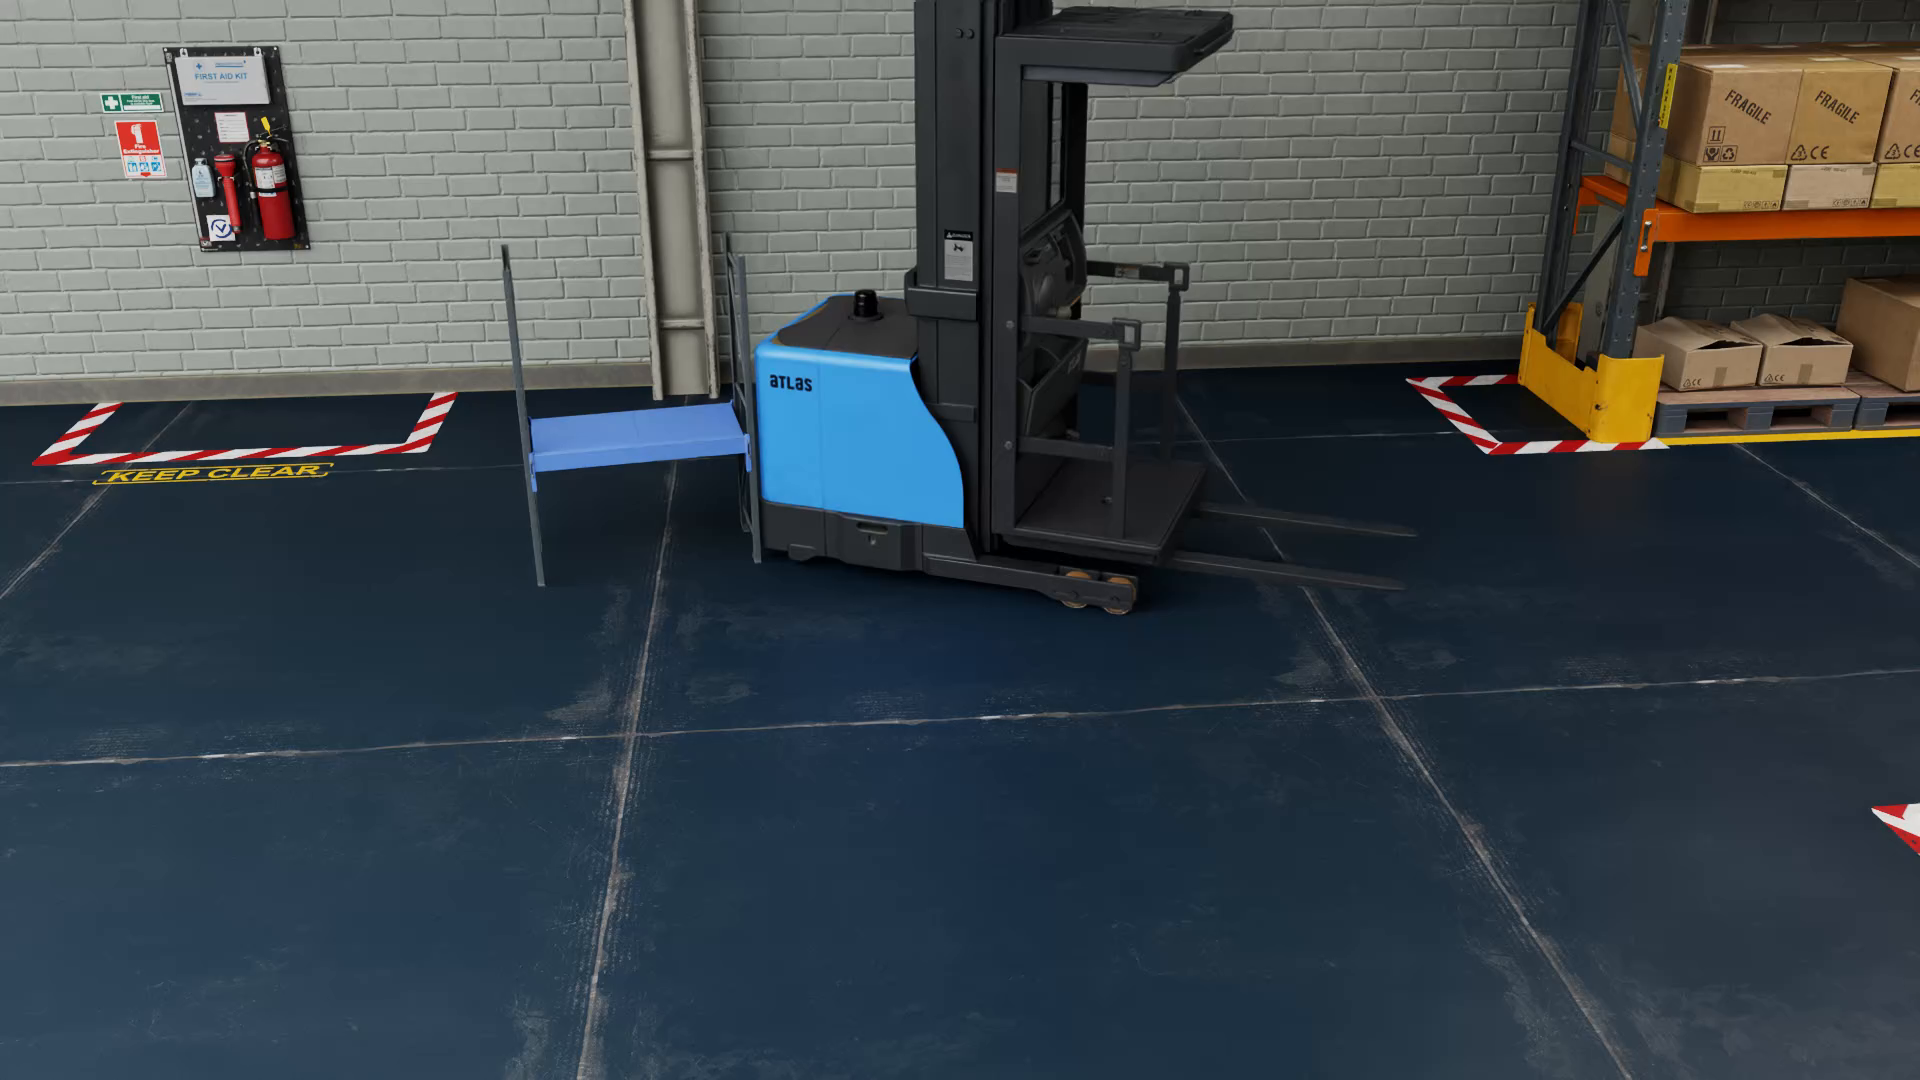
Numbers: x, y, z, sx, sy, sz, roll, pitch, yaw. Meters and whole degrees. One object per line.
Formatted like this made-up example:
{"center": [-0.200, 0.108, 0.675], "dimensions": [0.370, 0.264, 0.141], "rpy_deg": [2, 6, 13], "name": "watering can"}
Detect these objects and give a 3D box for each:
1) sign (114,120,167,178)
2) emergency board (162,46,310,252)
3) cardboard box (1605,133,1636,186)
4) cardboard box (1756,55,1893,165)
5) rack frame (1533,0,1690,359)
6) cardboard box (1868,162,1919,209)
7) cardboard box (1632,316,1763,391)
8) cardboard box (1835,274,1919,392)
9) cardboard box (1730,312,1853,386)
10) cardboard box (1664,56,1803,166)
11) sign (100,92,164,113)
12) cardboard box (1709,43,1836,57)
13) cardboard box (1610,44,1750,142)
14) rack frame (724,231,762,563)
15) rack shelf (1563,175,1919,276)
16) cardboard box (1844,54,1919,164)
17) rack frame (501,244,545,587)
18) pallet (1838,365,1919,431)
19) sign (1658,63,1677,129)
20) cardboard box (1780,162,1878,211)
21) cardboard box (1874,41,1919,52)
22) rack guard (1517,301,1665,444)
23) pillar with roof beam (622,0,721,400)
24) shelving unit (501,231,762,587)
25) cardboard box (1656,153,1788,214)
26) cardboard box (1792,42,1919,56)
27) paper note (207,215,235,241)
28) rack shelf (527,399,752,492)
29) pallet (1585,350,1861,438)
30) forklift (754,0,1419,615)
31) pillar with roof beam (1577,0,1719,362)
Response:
{"center": [-4.717, -2.250, 9.575], "dimensions": [0.234, 0.329, 0.001], "rpy_deg": [-2, 24, -5], "name": "sign"}
{"center": [-4.157, -2.214, 9.538], "dimensions": [0.643, 1.169, 0.194], "rpy_deg": [-2, 24, -5], "name": "emergency board"}
{"center": [4.112, -2.197, 9.659], "dimensions": [0.500, 0.250, 0.500], "rpy_deg": [-2, 24, -4], "name": "cardboard box"}
{"center": [4.663, -2.356, 9.093], "dimensions": [0.500, 0.500, 0.500], "rpy_deg": [-2, 24, -5], "name": "cardboard box"}
{"center": [3.666, -2.159, 9.414], "dimensions": [0.127, 3.000, 1.000], "rpy_deg": [-2, 24, -5], "name": "rack frame"}
{"center": [5.205, -2.035, 9.296], "dimensions": [0.500, 0.250, 0.500], "rpy_deg": [-3, 24, -6], "name": "cardboard box"}
{"center": [4.363, -1.123, 9.851], "dimensions": [0.500, 0.311, 0.500], "rpy_deg": [-5, 24, -11], "name": "cardboard box"}
{"center": [5.665, -1.241, 9.885], "dimensions": [0.500, 0.500, 0.700], "rpy_deg": [-4, 24, -8], "name": "cardboard box"}
{"center": [4.930, -1.145, 9.903], "dimensions": [0.500, 0.311, 0.500], "rpy_deg": [0, 24, -1], "name": "cardboard box"}
{"center": [4.170, -2.340, 9.058], "dimensions": [0.500, 0.500, 0.500], "rpy_deg": [-2, 24, -5], "name": "cardboard box"}
{"center": [-4.712, -2.488, 9.459], "dimensions": [0.331, 0.109, 0.001], "rpy_deg": [-2, 24, -5], "name": "sign"}
{"center": [4.616, -2.563, 9.560], "dimensions": [0.500, 0.500, 0.500], "rpy_deg": [-2, 24, -4], "name": "cardboard box"}
{"center": [4.114, -2.547, 9.524], "dimensions": [0.500, 0.500, 0.500], "rpy_deg": [-3, 24, -6], "name": "cardboard box"}
{"center": [-1.034, -0.672, 7.916], "dimensions": [0.032, 1.500, 0.500], "rpy_deg": [-6, 25, -13], "name": "rack frame"}
{"center": [5.656, -1.910, 9.740], "dimensions": [4.000, 0.370, 1.077], "rpy_deg": [-2, 24, -5], "name": "rack shelf"}
{"center": [5.178, -2.374, 9.134], "dimensions": [0.500, 0.500, 0.500], "rpy_deg": [-3, 24, -7], "name": "cardboard box"}
{"center": [-2.017, -0.567, 7.679], "dimensions": [0.032, 1.500, 0.500], "rpy_deg": [-6, 25, -13], "name": "rack frame"}
{"center": [5.765, -0.953, 10.135], "dimensions": [1.213, 0.211, 1.003], "rpy_deg": [-2, 24, -5], "name": "pallet"}
{"center": [3.719, -2.335, 8.745], "dimensions": [0.005, 0.325, 0.100], "rpy_deg": [-2, 24, -5], "name": "sign"}
{"center": [4.698, -2.017, 9.255], "dimensions": [0.500, 0.250, 0.500], "rpy_deg": [-3, 24, -7], "name": "cardboard box"}
{"center": [5.631, -2.606, 9.656], "dimensions": [0.500, 0.500, 0.500], "rpy_deg": [-2, 24, -4], "name": "cardboard box"}
{"center": [3.741, -1.020, 9.929], "dimensions": [0.348, 0.500, 1.175], "rpy_deg": [-2, 24, -5], "name": "rack guard"}
{"center": [-1.271, -3.298, 4.592], "dimensions": [0.400, 9.000, 9.100], "rpy_deg": [-2, 24, -5], "name": "pillar with roof beam"}
{"center": [-1.526, -0.620, 7.798], "dimensions": [1.048, 1.500, 0.538], "rpy_deg": [-6, 25, -13], "name": "shelving unit"}
{"center": [4.182, -1.991, 9.196], "dimensions": [0.500, 0.250, 0.500], "rpy_deg": [-3, 24, -7], "name": "cardboard box"}
{"center": [5.130, -2.586, 9.611], "dimensions": [0.500, 0.500, 0.500], "rpy_deg": [-3, 24, -7], "name": "cardboard box"}
{"center": [-4.340, -1.832, 9.763], "dimensions": [0.142, 0.148, 0.016], "rpy_deg": [-2, 24, -5], "name": "paper note"}
{"center": [-1.526, -0.455, 7.871], "dimensions": [1.000, 0.185, 0.538], "rpy_deg": [-6, 25, -13], "name": "rack shelf"}
{"center": [4.553, -0.906, 10.028], "dimensions": [1.213, 0.211, 1.003], "rpy_deg": [-2, 24, -5], "name": "pallet"}
{"center": [0.609, -1.245, 7.443], "dimensions": [3.031, 2.935, 1.130], "rpy_deg": [8, 25, 17], "name": "forklift"}
{"center": [4.700, -3.538, 5.130], "dimensions": [0.400, 9.000, 9.100], "rpy_deg": [-2, 24, -5], "name": "pillar with roof beam"}
